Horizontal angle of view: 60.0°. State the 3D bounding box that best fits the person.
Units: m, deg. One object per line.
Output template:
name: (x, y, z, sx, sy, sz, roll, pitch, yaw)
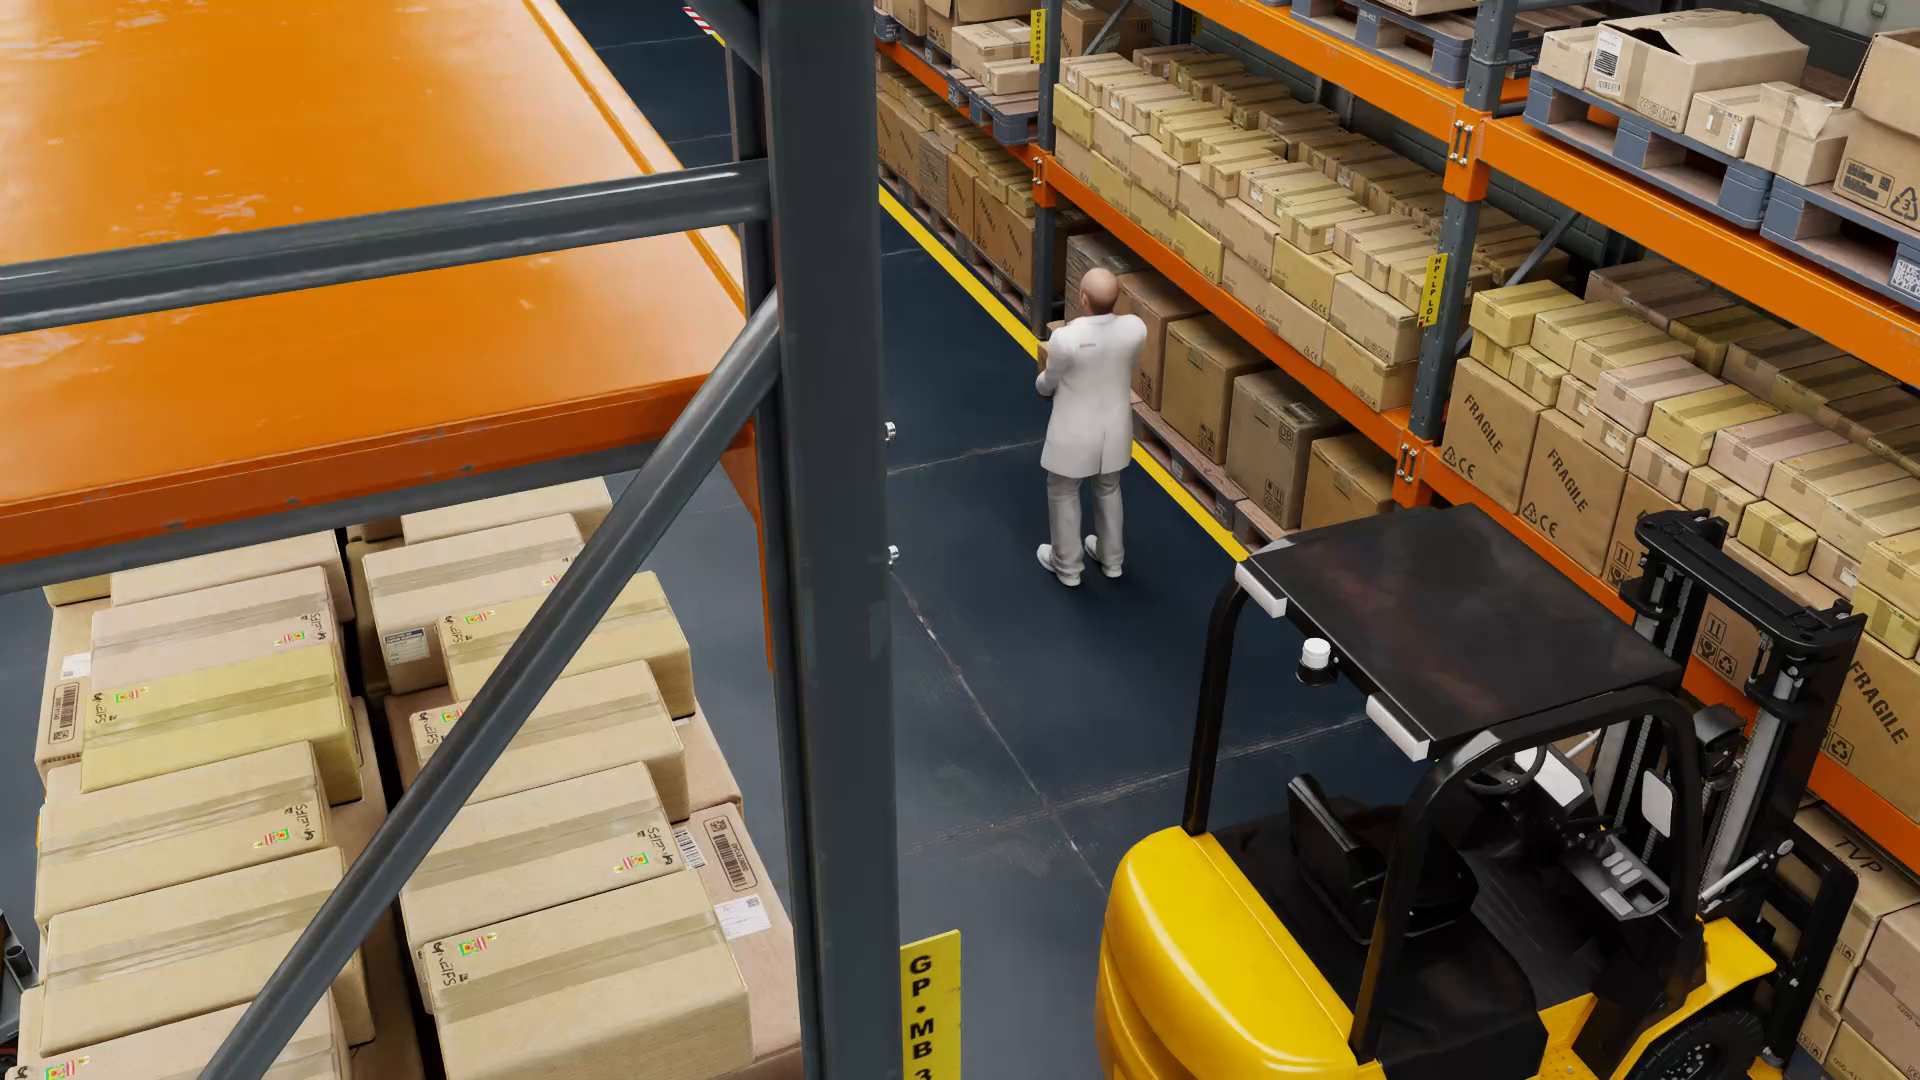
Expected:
person: (0.628, -0.633, 8.523, 0.515, 1.770, 0.555, -12, 35, -18)
